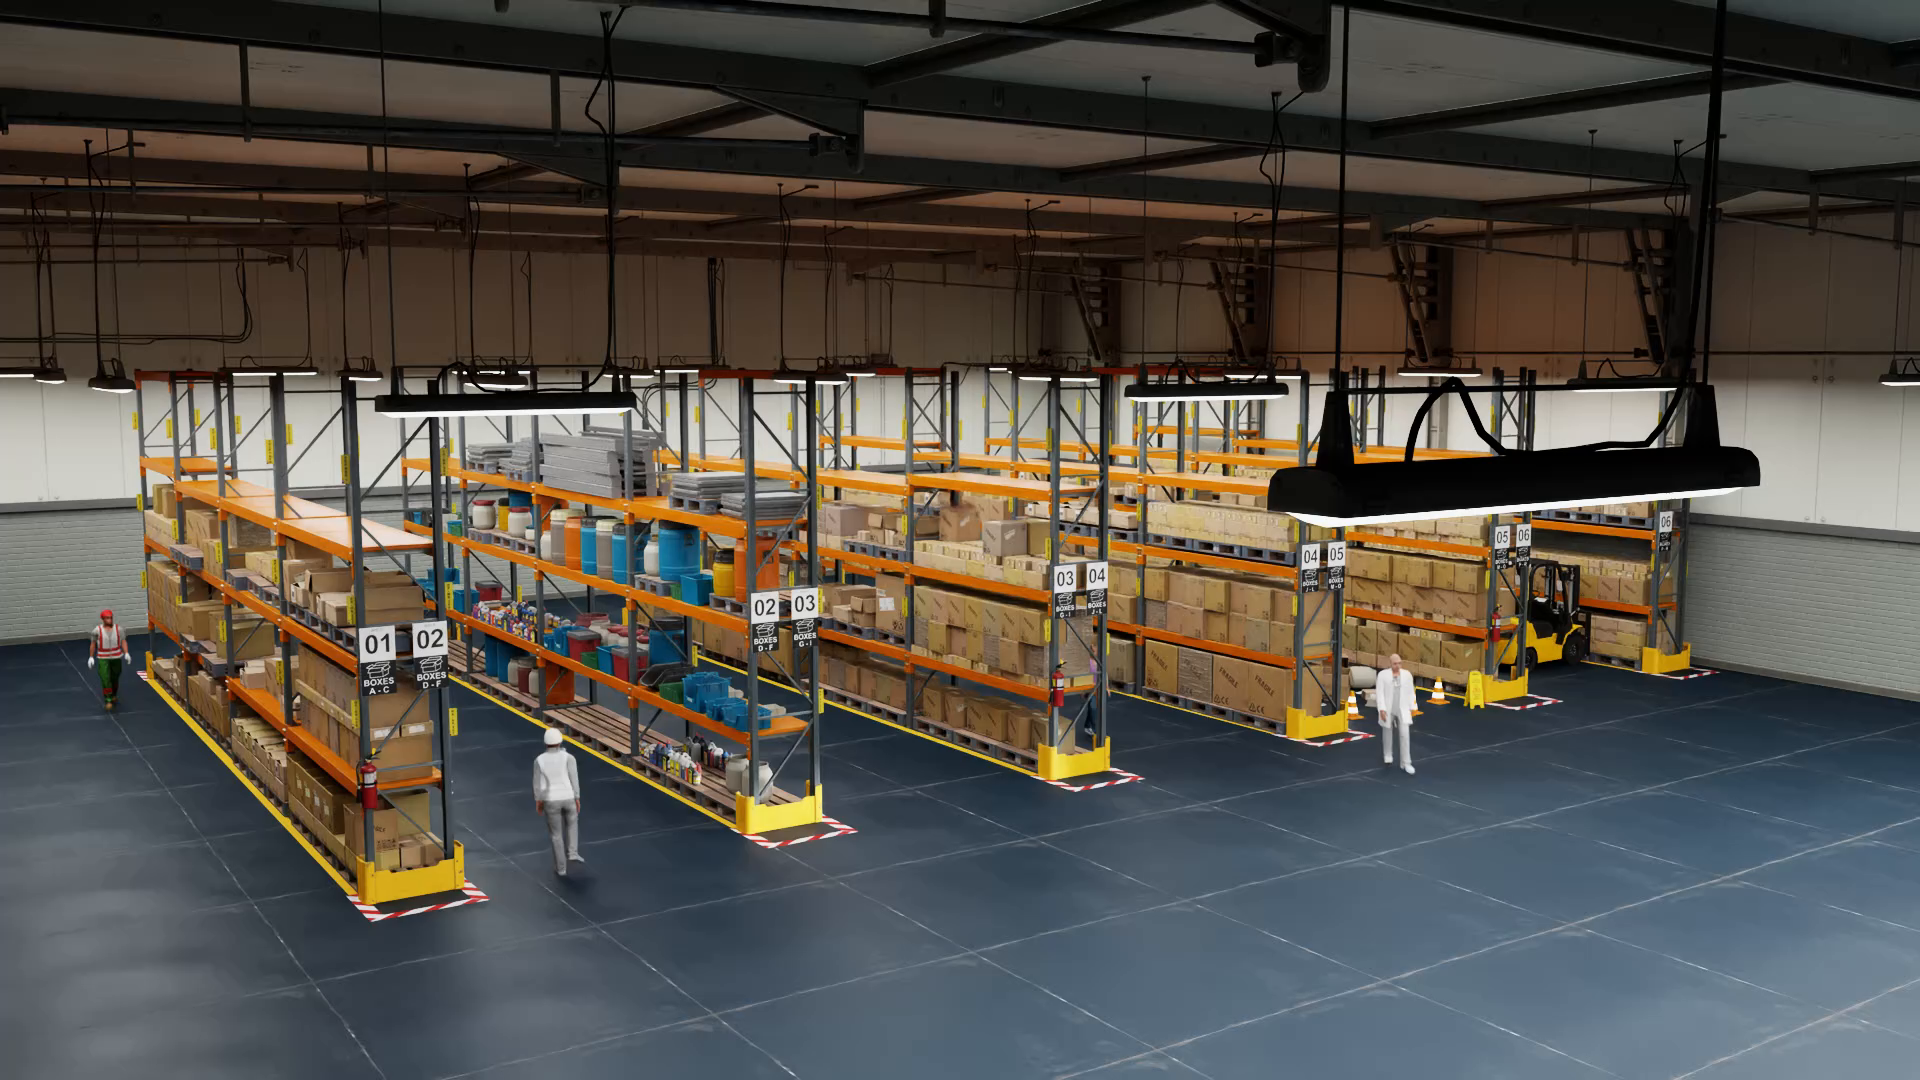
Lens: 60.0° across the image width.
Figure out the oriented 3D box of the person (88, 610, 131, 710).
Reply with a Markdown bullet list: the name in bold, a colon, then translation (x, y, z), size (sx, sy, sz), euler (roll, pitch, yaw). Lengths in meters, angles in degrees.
- **person**: translation (-15.150, 2.100, 29.616), size (0.670, 1.725, 1.034), euler (-4, 8, -33)

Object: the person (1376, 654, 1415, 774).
- **person**: translation (6.617, 2.593, 25.258), size (0.608, 1.735, 1.017), euler (1, 7, 10)

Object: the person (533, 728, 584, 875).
- **person**: translation (-4.896, 3.163, 20.253), size (0.570, 1.761, 0.464), euler (-3, 7, -22)

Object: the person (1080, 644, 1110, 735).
- **person**: translation (2.223, 2.476, 27.168), size (0.424, 1.554, 0.897), euler (-2, 7, -20)
